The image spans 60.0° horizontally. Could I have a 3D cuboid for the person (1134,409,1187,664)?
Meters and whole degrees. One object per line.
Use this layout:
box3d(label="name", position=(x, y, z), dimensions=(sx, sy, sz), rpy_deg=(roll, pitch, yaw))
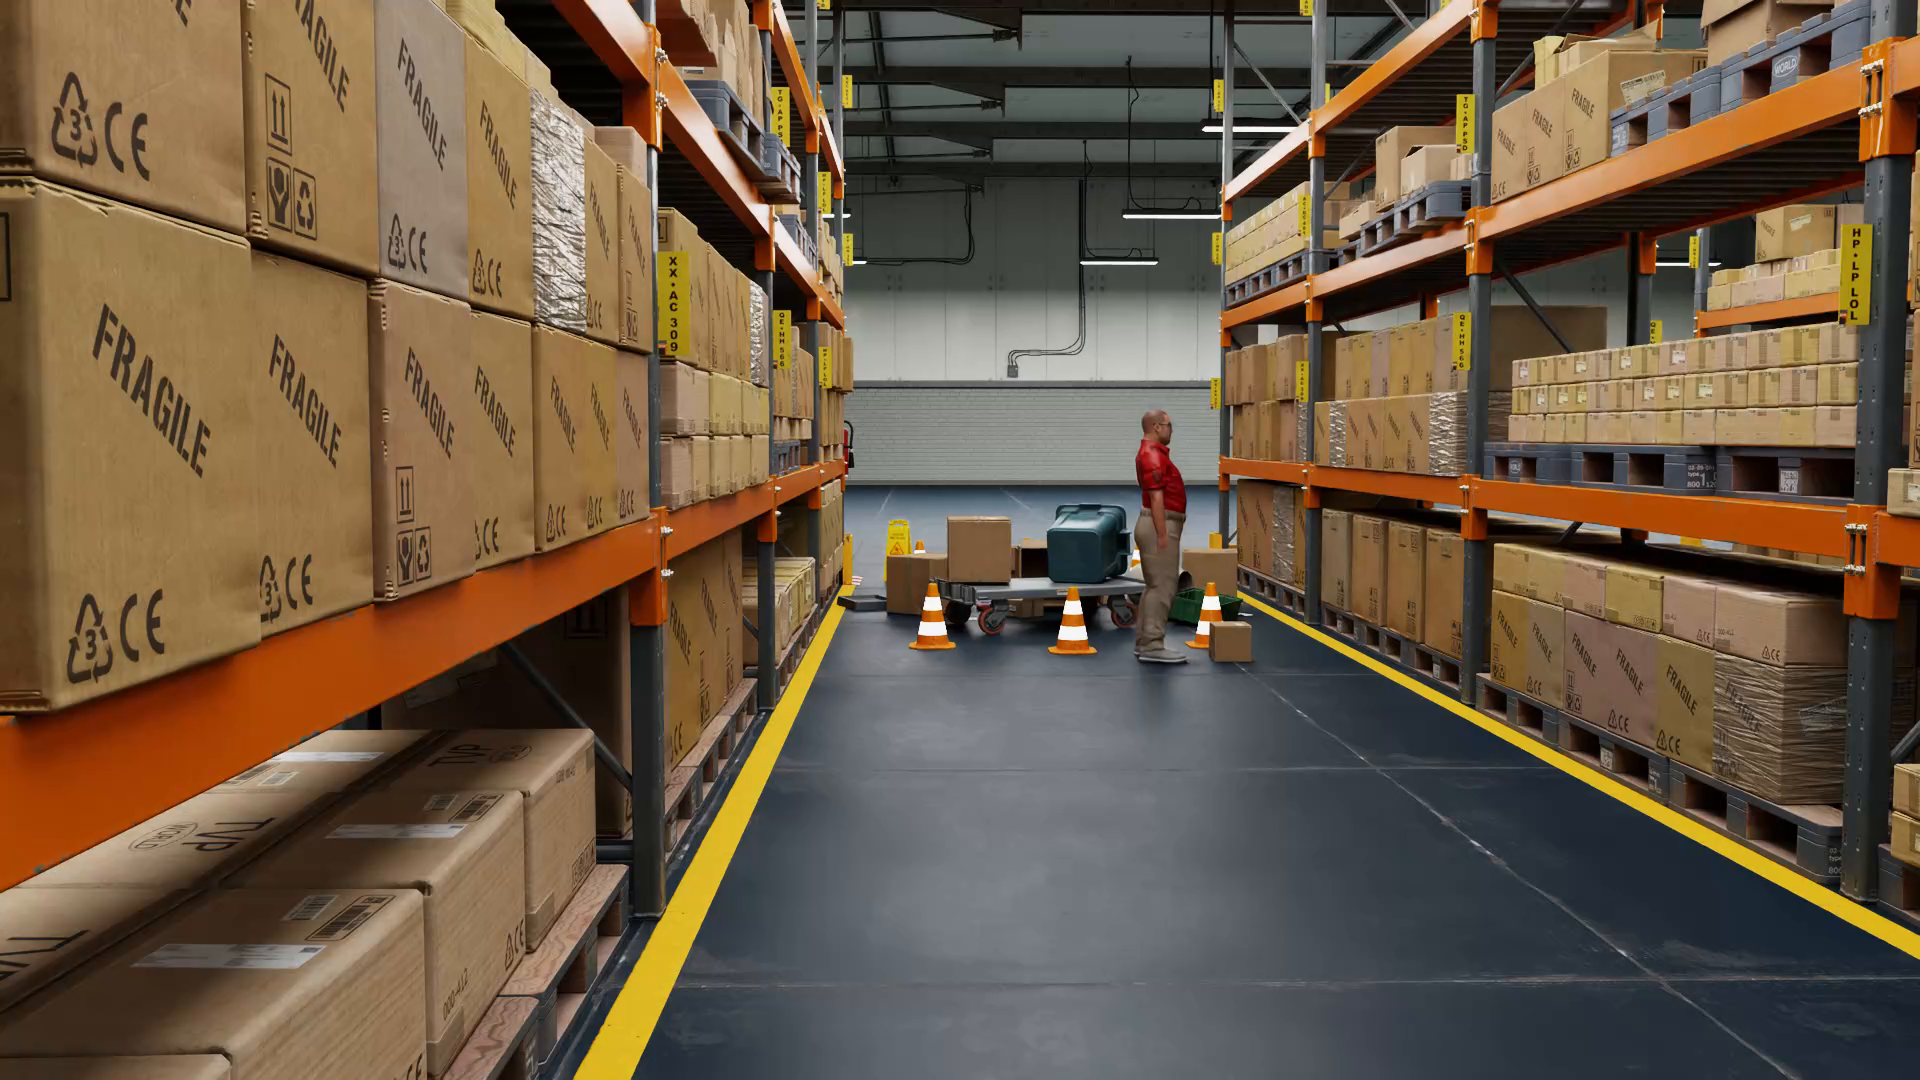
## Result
box3d(label="person", position=(1.380, -0.032, 11.417), dimensions=(0.360, 1.723, 0.527), rpy_deg=(0, 4, 0))
